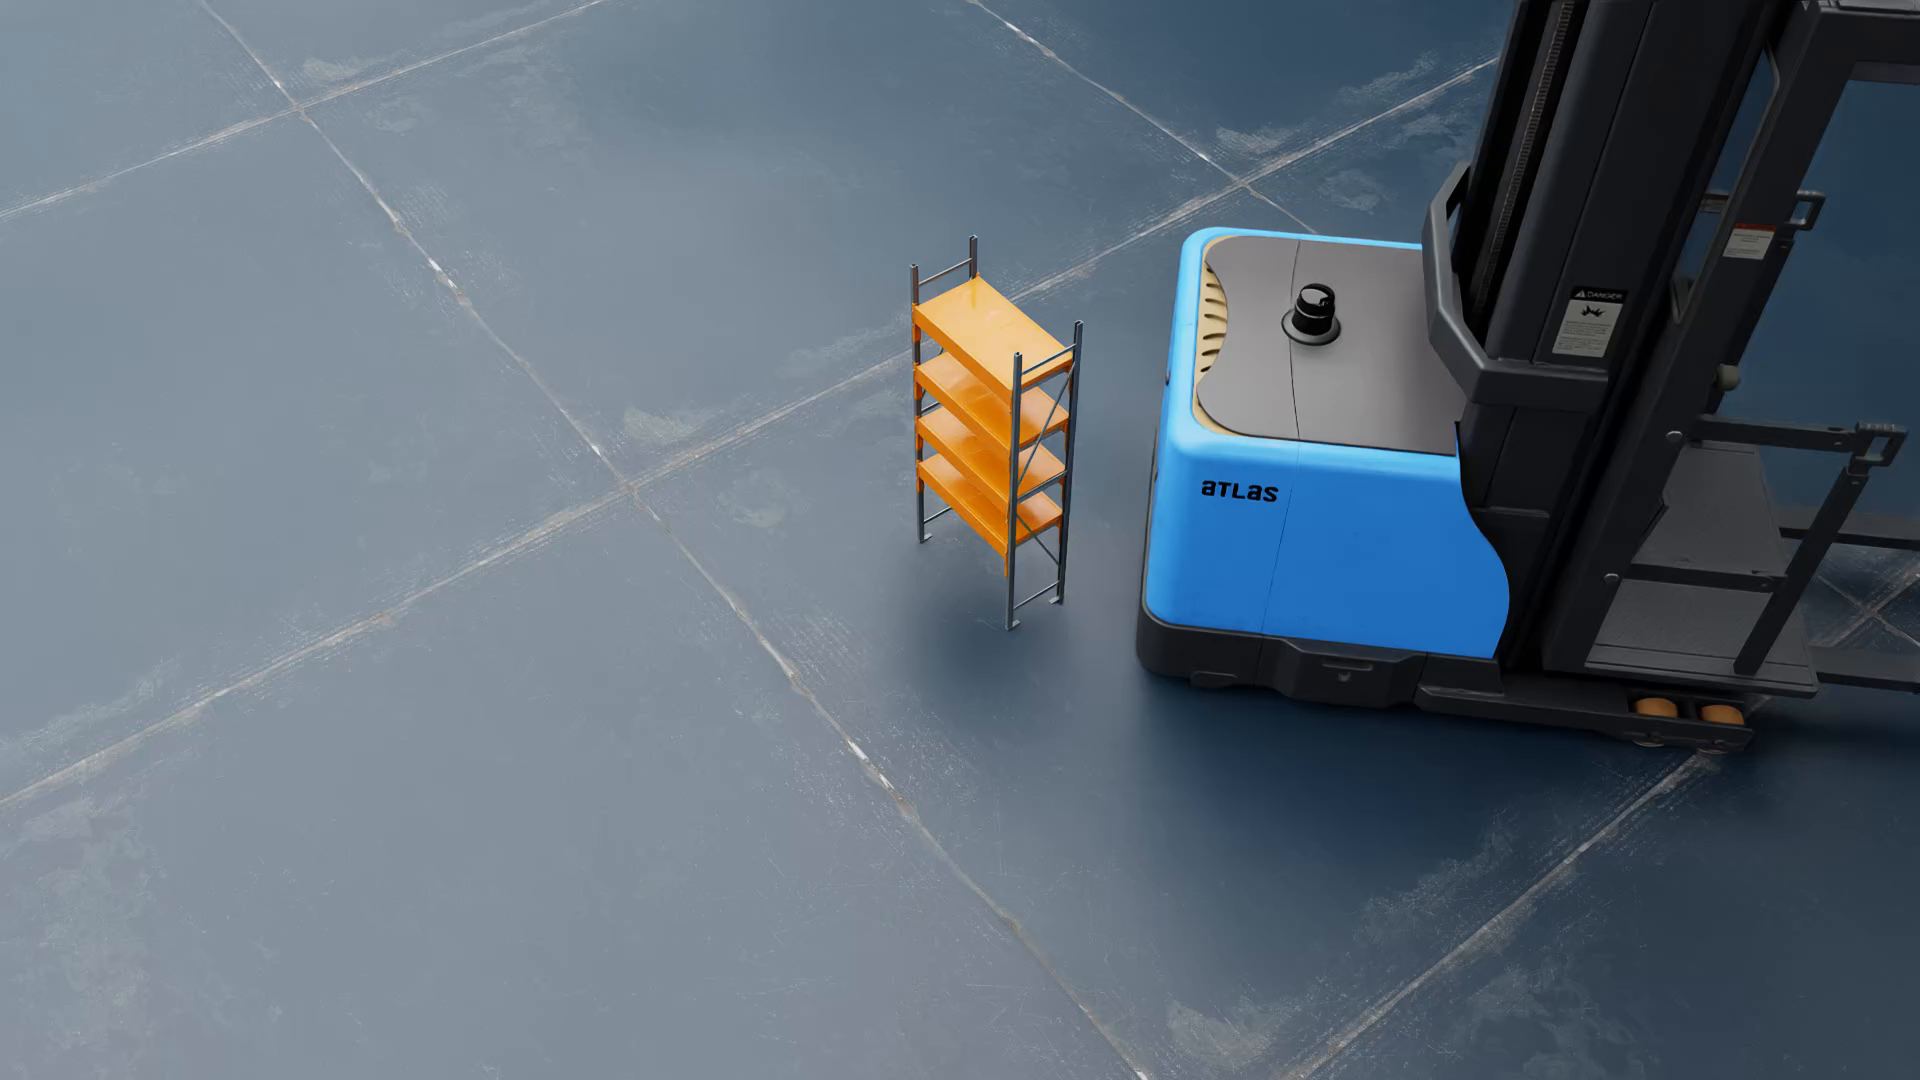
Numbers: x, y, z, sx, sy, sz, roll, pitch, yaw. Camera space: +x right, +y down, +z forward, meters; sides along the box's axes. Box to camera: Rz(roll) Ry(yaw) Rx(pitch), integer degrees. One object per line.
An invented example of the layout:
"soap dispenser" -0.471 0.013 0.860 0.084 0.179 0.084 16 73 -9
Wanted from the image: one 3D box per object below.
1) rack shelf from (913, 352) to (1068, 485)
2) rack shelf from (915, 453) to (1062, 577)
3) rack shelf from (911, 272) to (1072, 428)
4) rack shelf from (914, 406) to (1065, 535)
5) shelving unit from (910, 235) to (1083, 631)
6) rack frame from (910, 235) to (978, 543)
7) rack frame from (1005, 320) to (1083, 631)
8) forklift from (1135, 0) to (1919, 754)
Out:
"rack shelf" 0.100 -0.410 5.101 0.258 0.148 0.480 -29 54 -24
"rack shelf" 0.100 -0.127 5.414 0.258 0.148 0.480 -29 54 -24
"rack shelf" 0.100 -0.569 4.926 0.258 0.148 0.480 -29 54 -24
"rack shelf" 0.100 -0.260 5.267 0.258 0.148 0.480 -29 54 -24
"shelving unit" 0.100 -0.305 5.217 0.258 1.200 0.503 -29 54 -24
"rack frame" -0.047 -0.449 5.347 0.240 1.200 0.015 -29 54 -24
"rack frame" 0.248 -0.162 5.087 0.240 1.200 0.015 -29 54 -24
"forklift" 2.123 -0.746 4.448 3.031 2.935 1.130 6 48 5
